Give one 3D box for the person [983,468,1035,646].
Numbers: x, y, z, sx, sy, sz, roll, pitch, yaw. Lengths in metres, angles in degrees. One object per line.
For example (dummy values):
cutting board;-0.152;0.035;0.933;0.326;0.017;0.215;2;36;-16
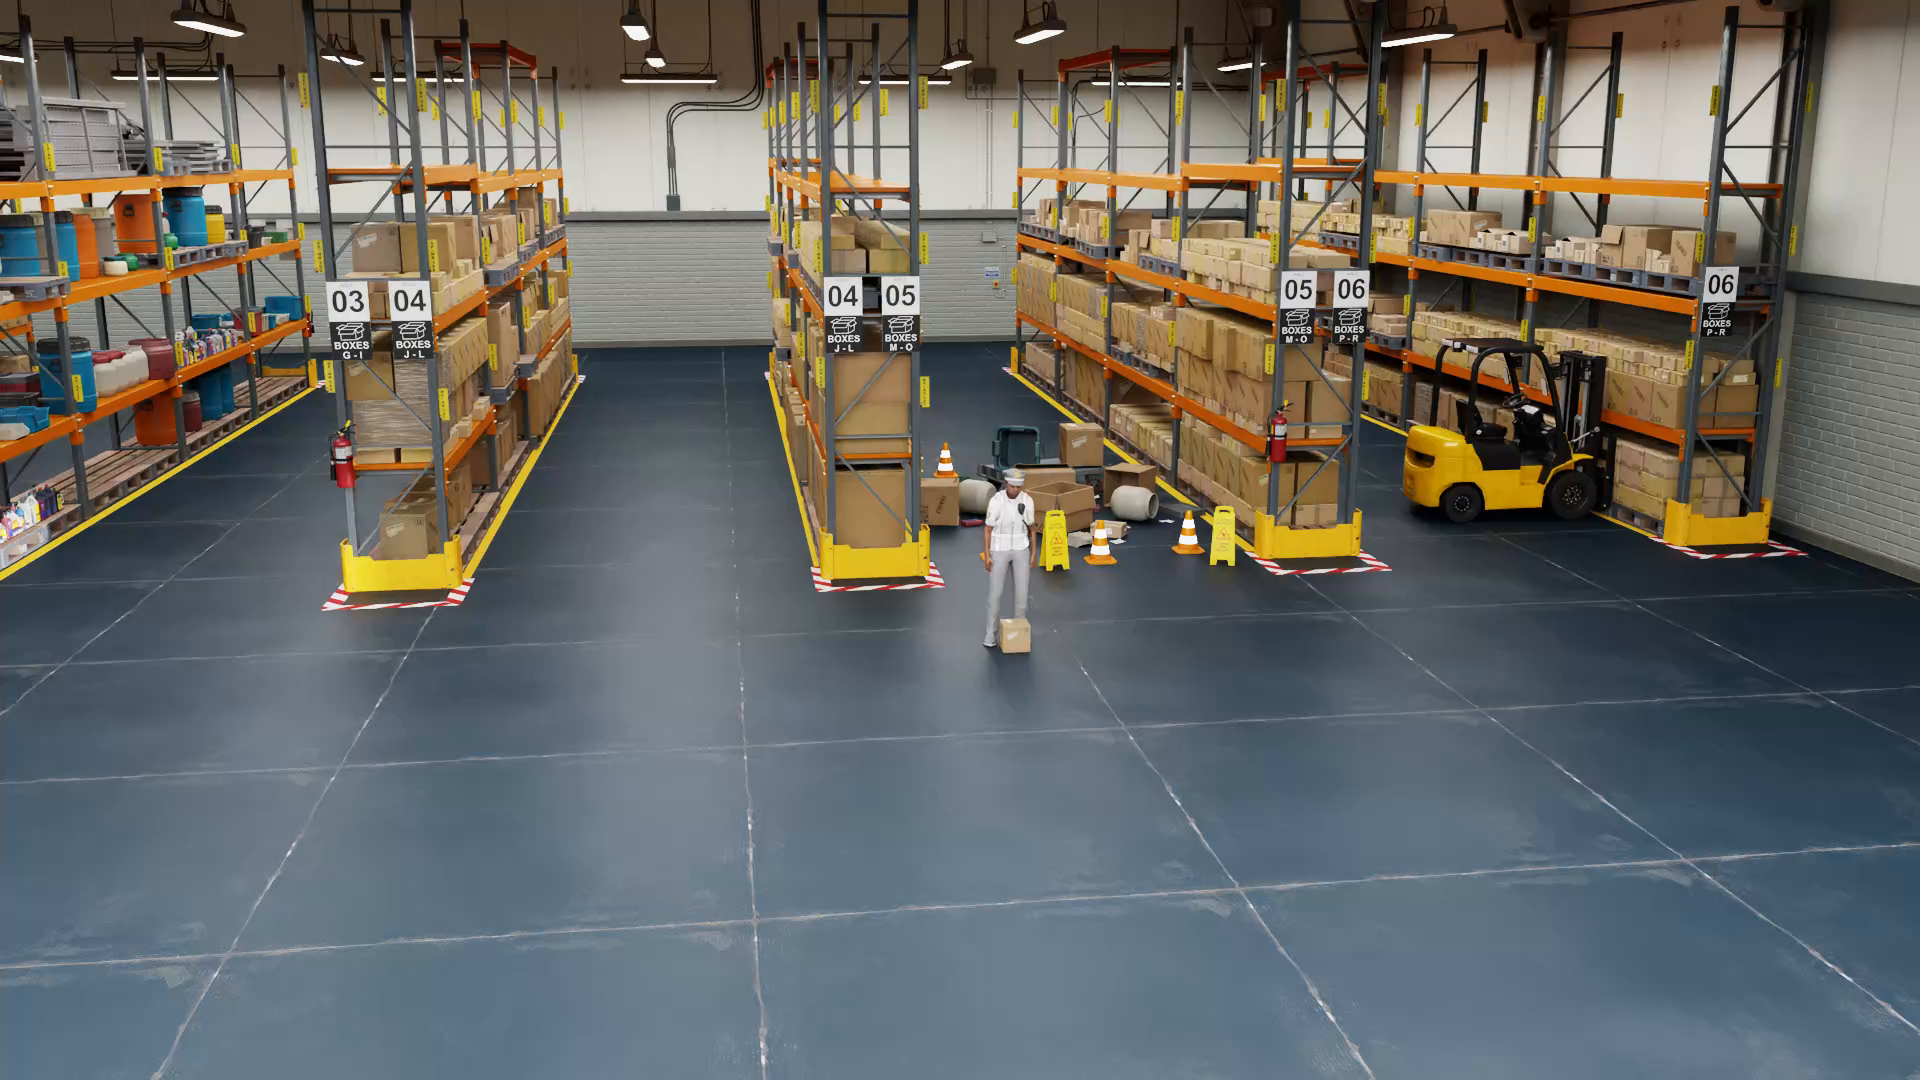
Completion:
person;0.452;0.143;15.386;0.505;1.657;0.394;-2;13;-10
